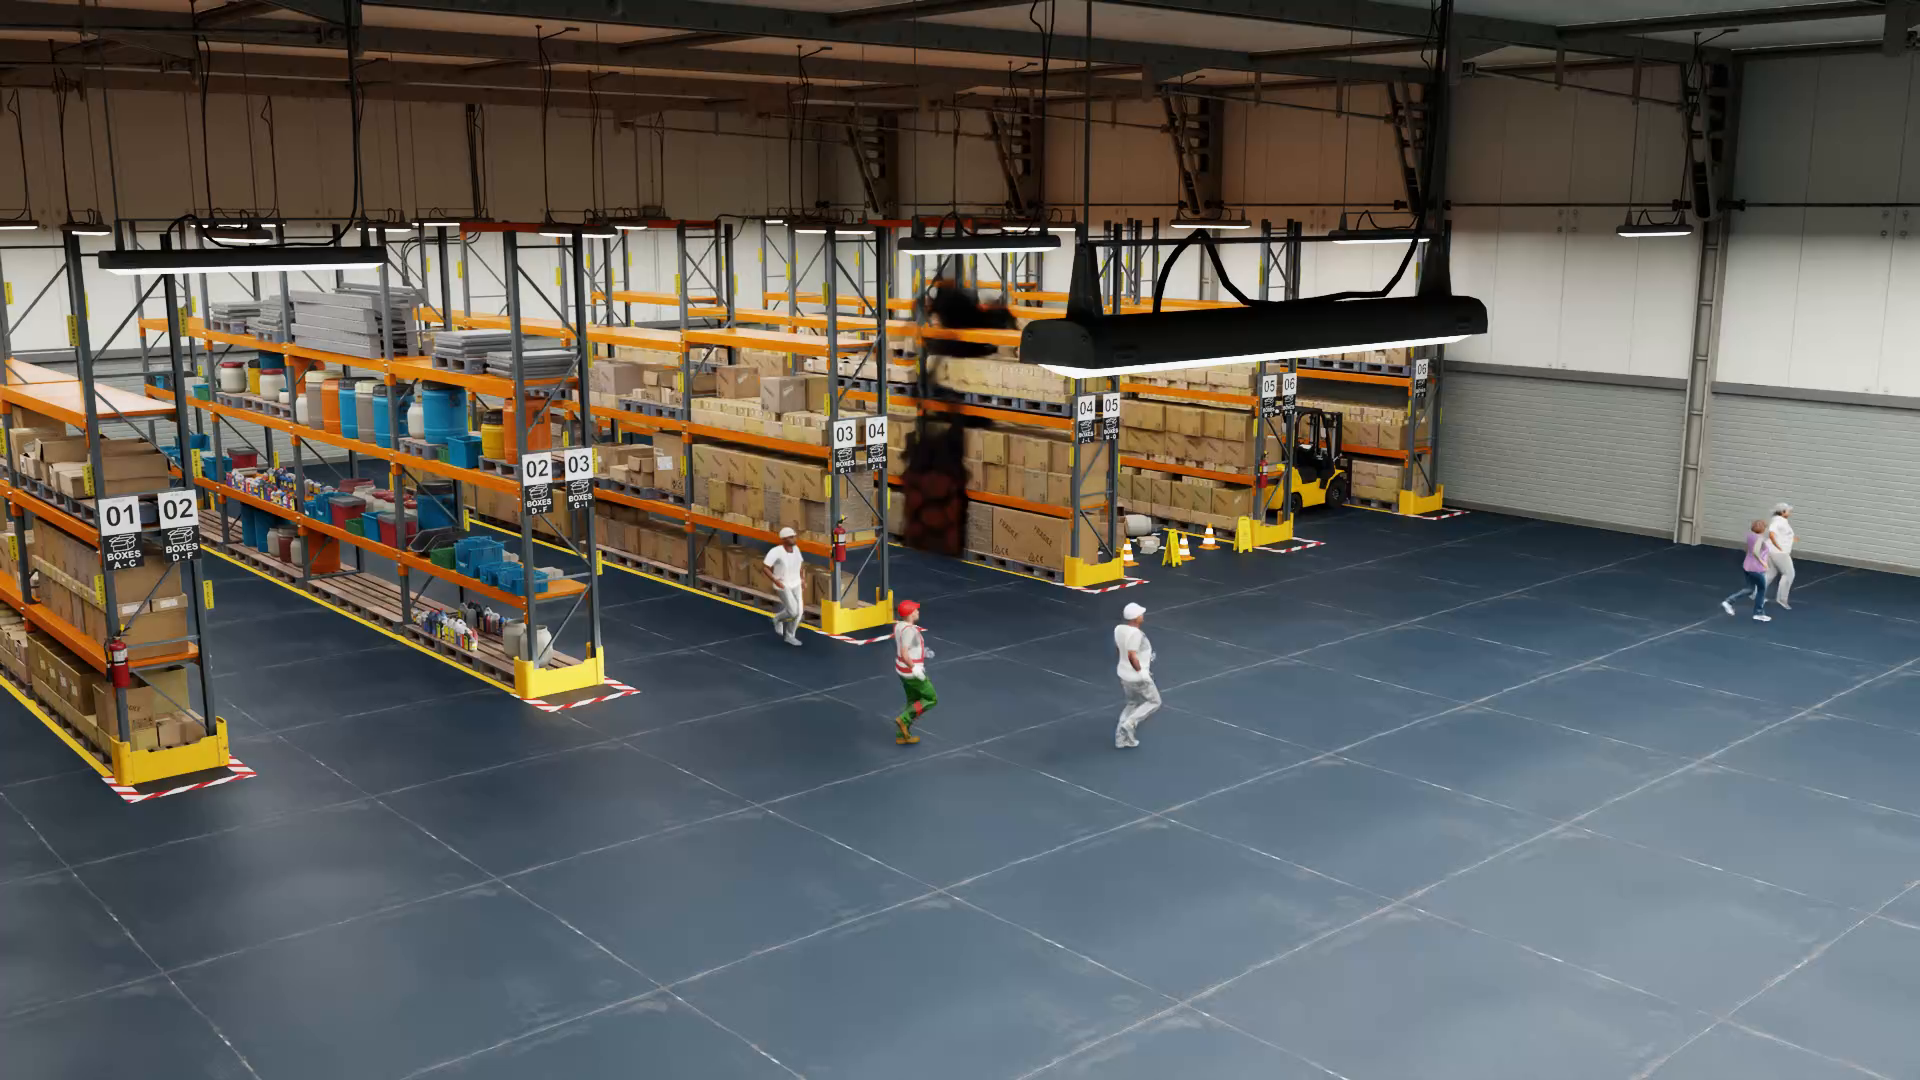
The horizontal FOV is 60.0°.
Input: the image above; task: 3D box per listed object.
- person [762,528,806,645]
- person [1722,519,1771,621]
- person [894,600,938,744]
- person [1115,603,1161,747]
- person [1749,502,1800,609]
[{"bbox_3d":[-2.517,0.666,24.252,0.734,1.729,0.551,-11,16,-44],"label":"person"},{"bbox_3d":[12.160,0.467,25.537,0.750,1.586,0.558,0,11,-1],"label":"person"},{"bbox_3d":[-0.537,1.559,19.719,0.581,1.740,0.652,-5,12,-21],"label":"person"},{"bbox_3d":[2.100,1.587,19.587,0.597,1.739,0.675,-5,12,-24],"label":"person"},{"bbox_3d":[13.011,0.256,26.508,0.671,1.736,0.592,2,12,10],"label":"person"}]
